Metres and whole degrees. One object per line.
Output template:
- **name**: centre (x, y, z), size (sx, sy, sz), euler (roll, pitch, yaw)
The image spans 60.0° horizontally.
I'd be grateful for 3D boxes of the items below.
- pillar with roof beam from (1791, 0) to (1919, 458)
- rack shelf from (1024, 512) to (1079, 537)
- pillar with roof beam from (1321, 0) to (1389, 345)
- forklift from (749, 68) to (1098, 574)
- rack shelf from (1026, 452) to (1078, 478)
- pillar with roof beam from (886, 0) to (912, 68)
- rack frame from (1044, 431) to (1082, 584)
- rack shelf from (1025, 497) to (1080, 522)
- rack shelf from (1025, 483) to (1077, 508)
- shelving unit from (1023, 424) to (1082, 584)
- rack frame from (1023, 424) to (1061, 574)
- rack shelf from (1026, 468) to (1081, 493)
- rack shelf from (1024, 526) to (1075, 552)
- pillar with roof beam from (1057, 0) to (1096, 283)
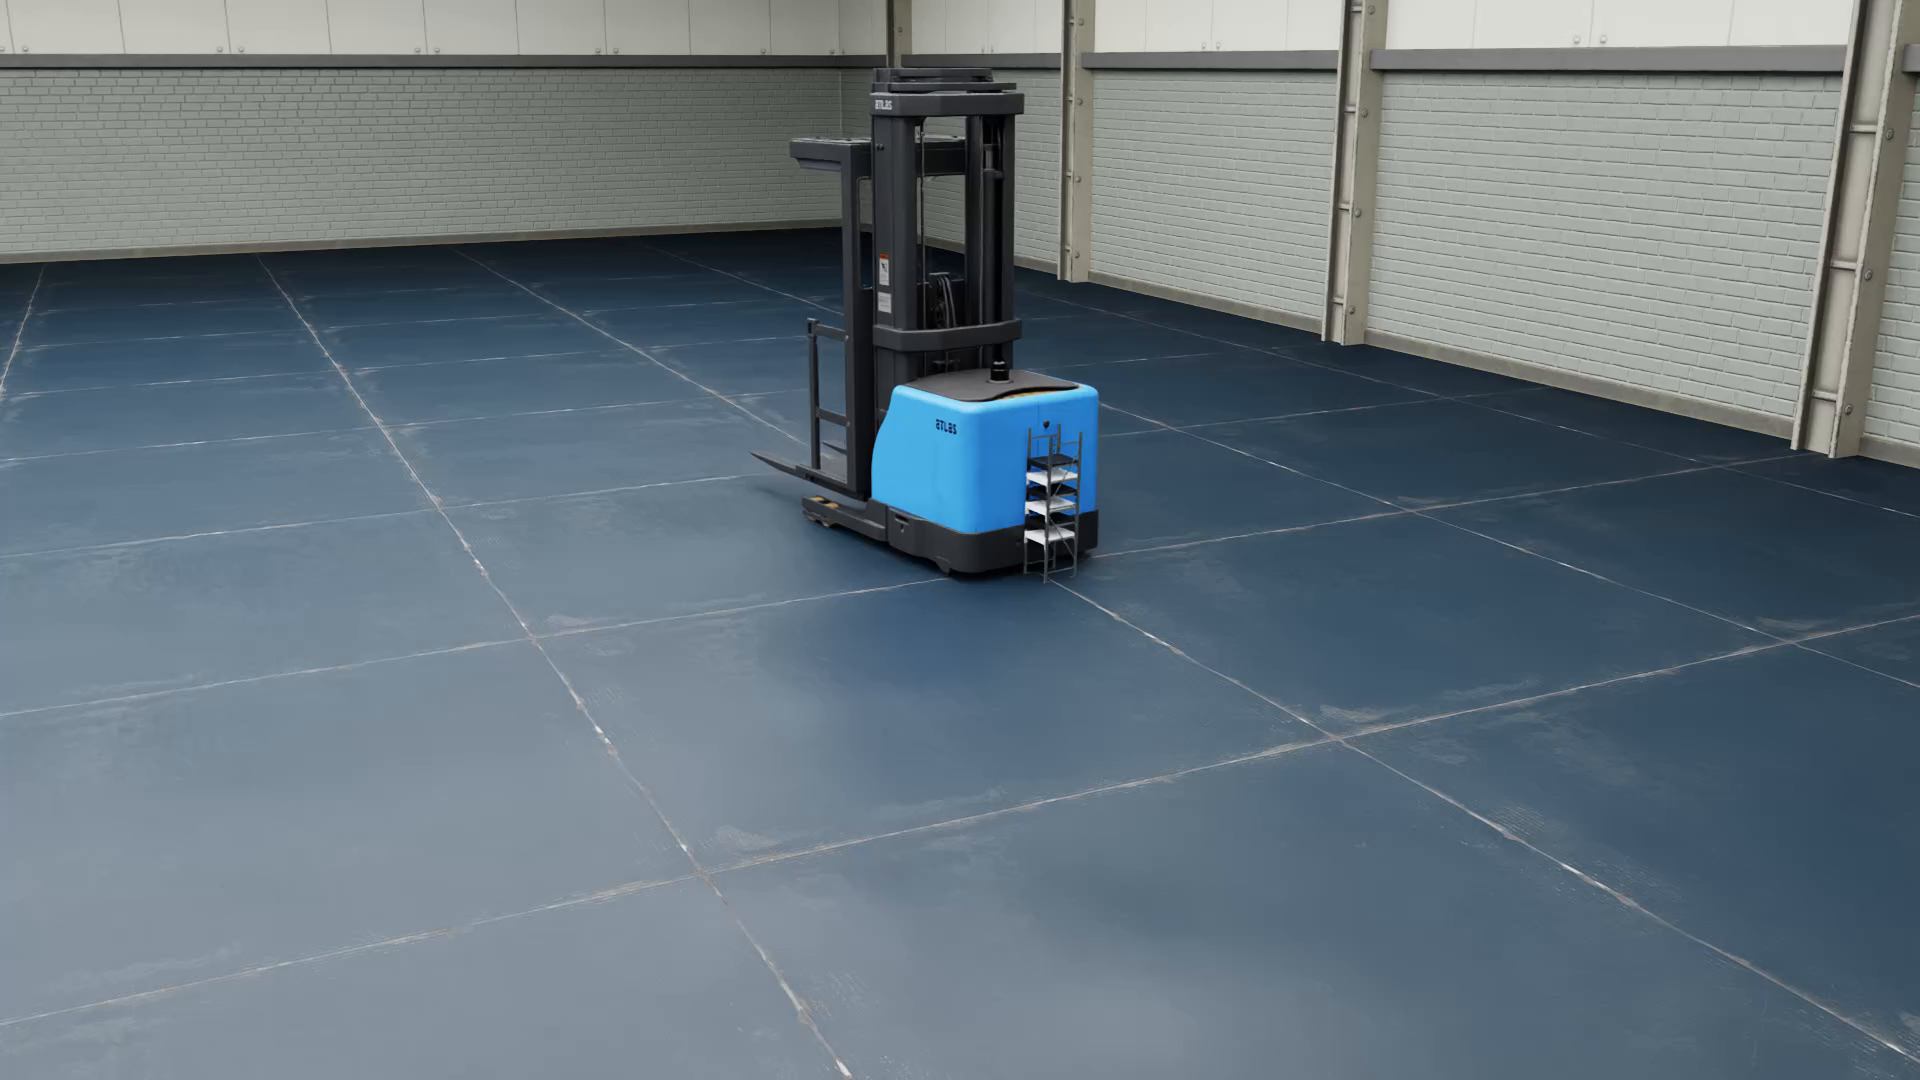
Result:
- **pillar with roof beam**: centre (2.997, -4.508, 10.147), size (9.100, 9.000, 0.400), euler (-8, 18, -25)
- **rack shelf**: centre (0.546, -0.099, 9.899), size (0.258, 0.077, 0.200), euler (-11, 21, -33)
- **pillar with roof beam**: centre (0.369, -5.996, 15.332), size (9.100, 9.000, 0.400), euler (-8, 18, -25)
- **forklift**: centre (-0.403, -1.558, 10.866), size (1.130, 2.935, 3.031), euler (-11, 19, -34)
- **rack shelf**: centre (0.553, -0.442, 9.790), size (0.258, 0.077, 0.200), euler (-11, 21, -33)
- **pillar with roof beam**: centre (-4.888, -8.972, 25.700), size (9.100, 9.000, 0.400), euler (-8, 18, -25)
- **rack frame**: centre (0.606, -0.190, 9.782), size (0.240, 0.900, 0.006), euler (-11, 21, -33)
- **rack shelf**: centre (0.547, -0.185, 9.872), size (0.258, 0.077, 0.200), euler (-11, 21, -33)
- **rack shelf**: centre (0.549, -0.271, 9.844), size (0.258, 0.077, 0.200), euler (-11, 21, -33)
- **shelving unit**: centre (0.548, -0.217, 9.862), size (0.258, 0.900, 0.210), euler (-11, 21, -33)
- **rack frame**: centre (0.491, -0.243, 9.941), size (0.240, 0.900, 0.006), euler (-11, 21, -33)
- **rack shelf**: centre (0.551, -0.356, 9.817), size (0.258, 0.077, 0.200), euler (-11, 21, -33)
- **rack shelf**: centre (0.544, -0.014, 9.926), size (0.258, 0.077, 0.200), euler (-11, 21, -33)
- **pillar with roof beam**: centre (-2.260, -7.484, 20.516), size (9.100, 9.000, 0.400), euler (-8, 18, -25)
